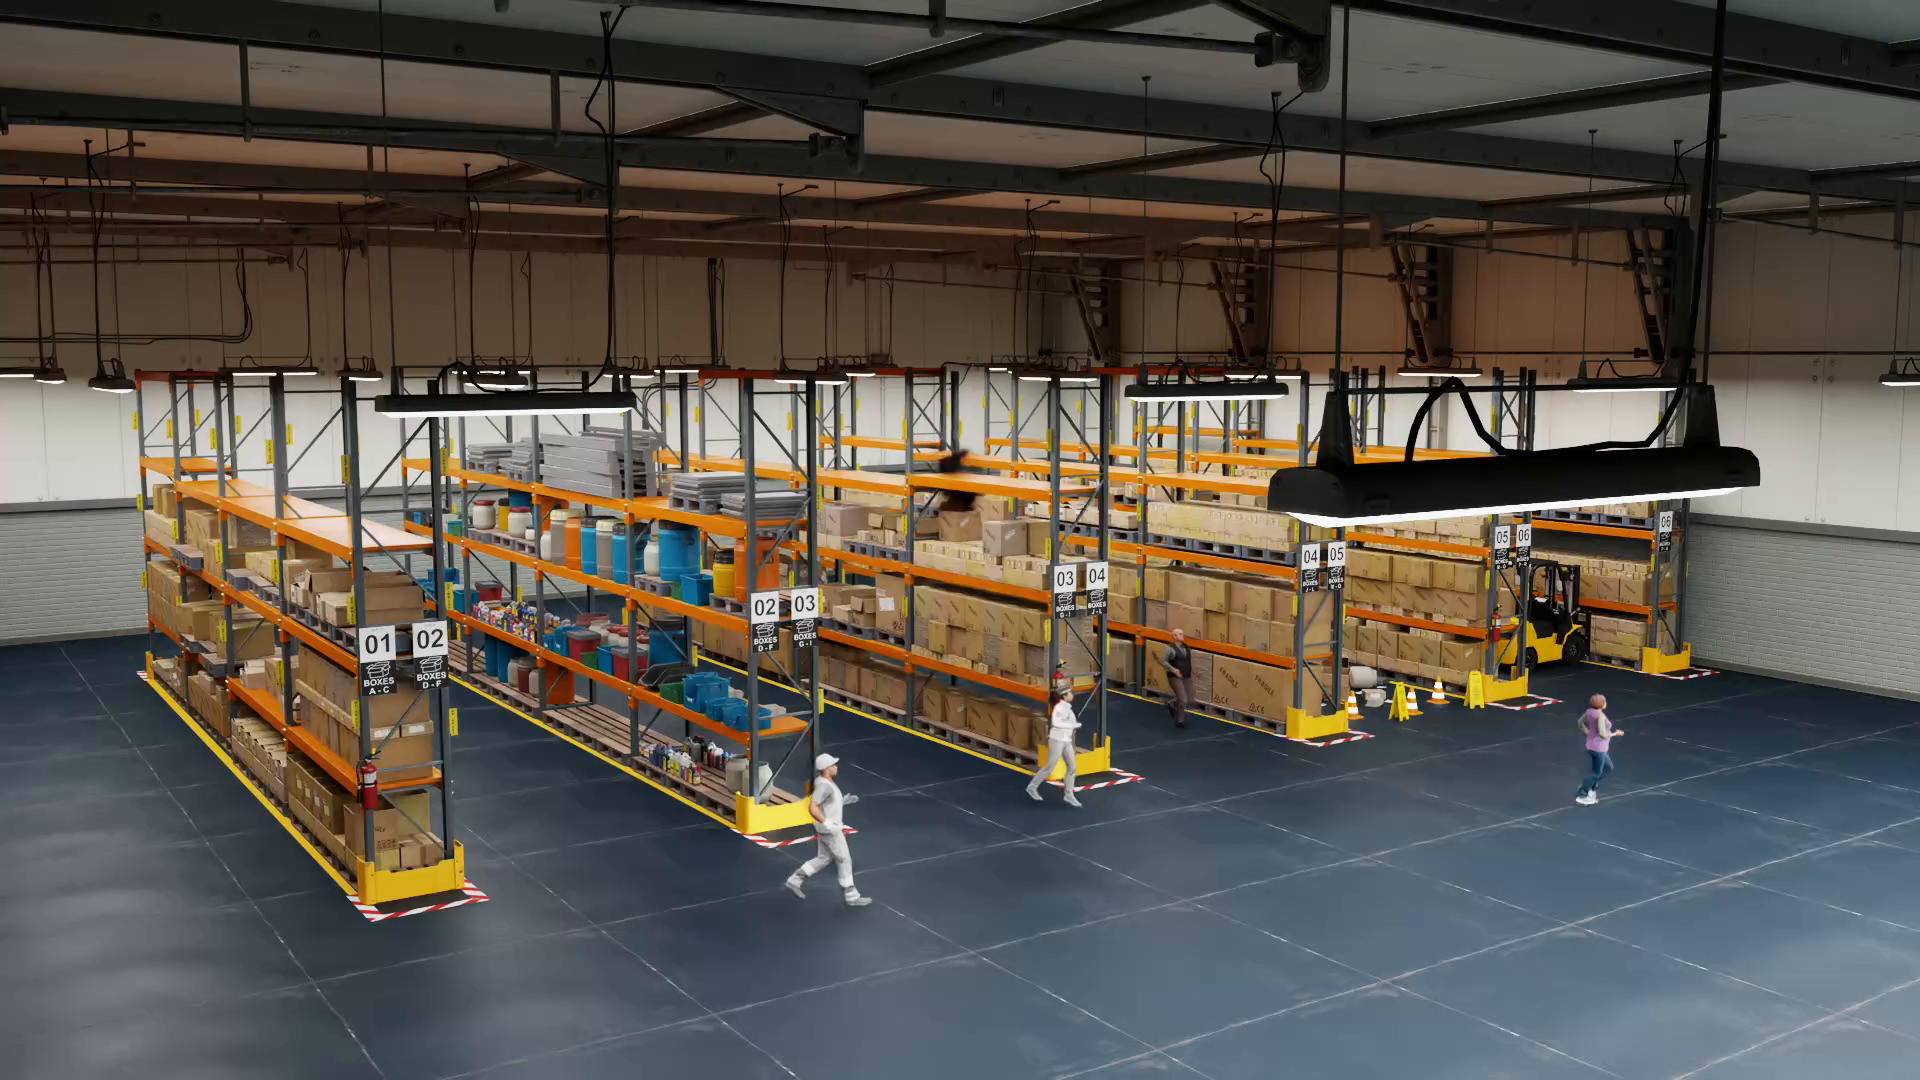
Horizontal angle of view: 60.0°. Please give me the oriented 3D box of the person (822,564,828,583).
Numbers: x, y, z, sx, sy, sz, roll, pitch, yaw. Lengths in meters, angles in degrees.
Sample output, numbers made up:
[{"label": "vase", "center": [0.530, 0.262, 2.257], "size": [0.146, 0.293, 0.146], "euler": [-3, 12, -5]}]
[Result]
[{"label": "person", "center": [-3.217, 1.281, 37.934], "size": [0.554, 1.596, 0.776], "euler": [-4, 8, -32]}]

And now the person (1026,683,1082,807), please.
[{"label": "person", "center": [1.408, 2.858, 23.465], "size": [0.827, 1.693, 0.626], "euler": [3, 7, 25]}]

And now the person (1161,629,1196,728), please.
[{"label": "person", "center": [3.677, 2.328, 28.134], "size": [0.659, 1.673, 0.614], "euler": [-5, 8, -38]}]

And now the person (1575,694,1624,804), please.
[{"label": "person", "center": [8.926, 2.925, 23.207], "size": [0.615, 1.582, 0.499], "euler": [0, 6, 4]}]

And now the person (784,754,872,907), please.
[{"label": "person", "center": [-1.492, 3.295, 18.907], "size": [0.979, 1.766, 0.663], "euler": [-1, 7, -11]}]
